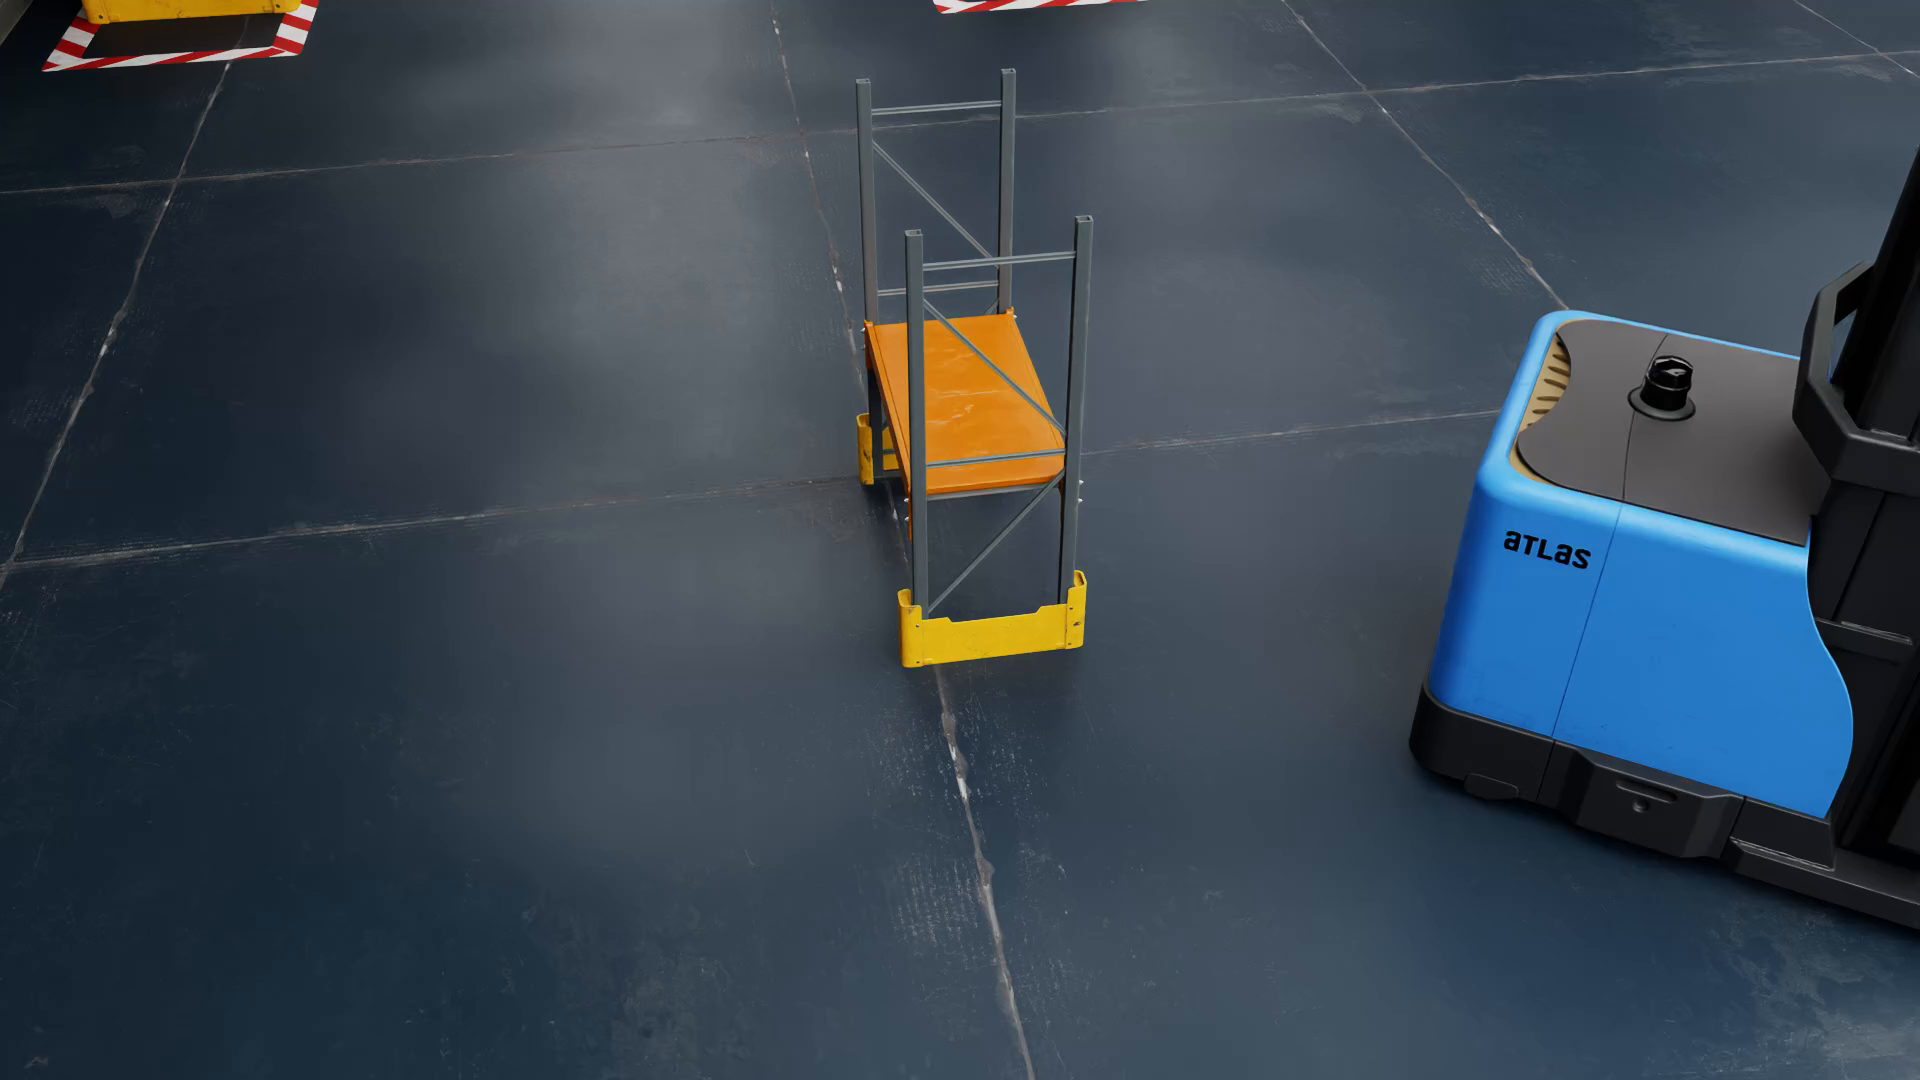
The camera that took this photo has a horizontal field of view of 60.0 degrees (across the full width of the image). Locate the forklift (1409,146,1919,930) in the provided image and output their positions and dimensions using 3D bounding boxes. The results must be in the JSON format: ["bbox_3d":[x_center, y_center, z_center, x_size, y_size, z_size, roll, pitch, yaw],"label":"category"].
[{"bbox_3d":[2.869,-0.352,3.813,3.031,2.935,1.130,16,41,20],"label":"forklift"}]

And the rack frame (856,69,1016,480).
[{"bbox_3d":[-0.074,-0.848,5.619,0.500,1.500,0.032,-6,38,-8],"label":"rack frame"}]

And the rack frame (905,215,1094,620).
[{"bbox_3d":[0.104,-0.234,4.828,0.500,1.500,0.032,-6,38,-8],"label":"rack frame"}]

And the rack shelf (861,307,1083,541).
[{"bbox_3d":[0.015,-0.399,5.334,0.538,0.185,1.000,-6,38,-8],"label":"rack shelf"}]

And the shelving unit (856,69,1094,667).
[{"bbox_3d":[0.013,-0.546,5.231,0.587,1.500,1.083,-6,38,-8],"label":"shelving unit"}]

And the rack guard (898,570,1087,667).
[{"bbox_3d":[0.101,0.248,5.227,0.587,0.250,0.087,-6,38,-8],"label":"rack guard"}]

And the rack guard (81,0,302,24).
[{"bbox_3d":[-4.484,-3.328,9.626,1.175,0.500,0.348,-6,38,-8],"label":"rack guard"}]

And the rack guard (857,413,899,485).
[{"bbox_3d":[-0.074,-0.353,6.001,0.587,0.250,0.087,-6,38,-8],"label":"rack guard"}]
